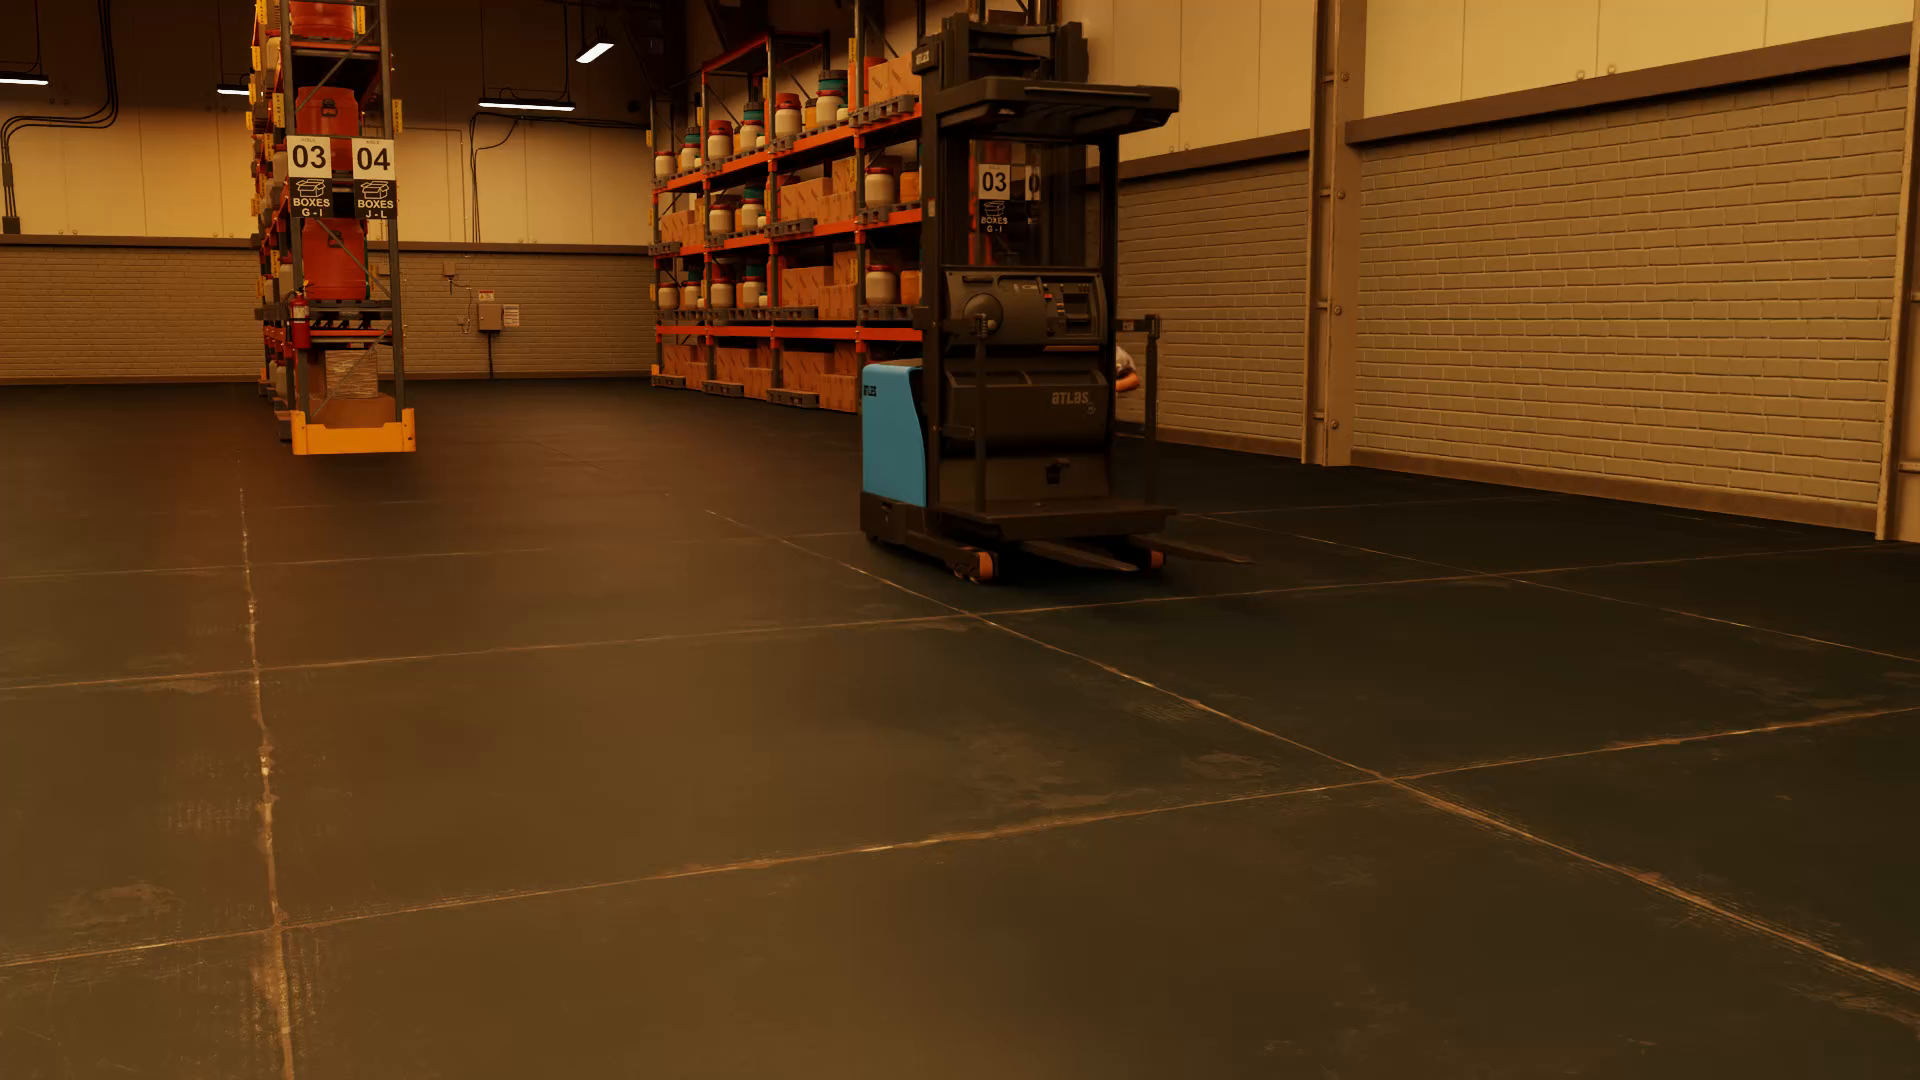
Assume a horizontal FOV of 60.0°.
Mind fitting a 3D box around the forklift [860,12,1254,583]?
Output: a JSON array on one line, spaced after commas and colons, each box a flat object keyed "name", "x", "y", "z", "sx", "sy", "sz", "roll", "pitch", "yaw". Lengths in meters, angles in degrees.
[{"name": "forklift", "x": 0.450, "y": -1.295, "z": 8.761, "sx": 1.130, "sy": 2.935, "sz": 3.031, "roll": -3, "pitch": 8, "yaw": -23}]

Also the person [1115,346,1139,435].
[{"name": "person", "x": 0.619, "y": -0.693, "z": 9.964, "sx": 0.900, "sy": 1.404, "sz": 0.781, "roll": 5, "pitch": 9, "yaw": 35}]
